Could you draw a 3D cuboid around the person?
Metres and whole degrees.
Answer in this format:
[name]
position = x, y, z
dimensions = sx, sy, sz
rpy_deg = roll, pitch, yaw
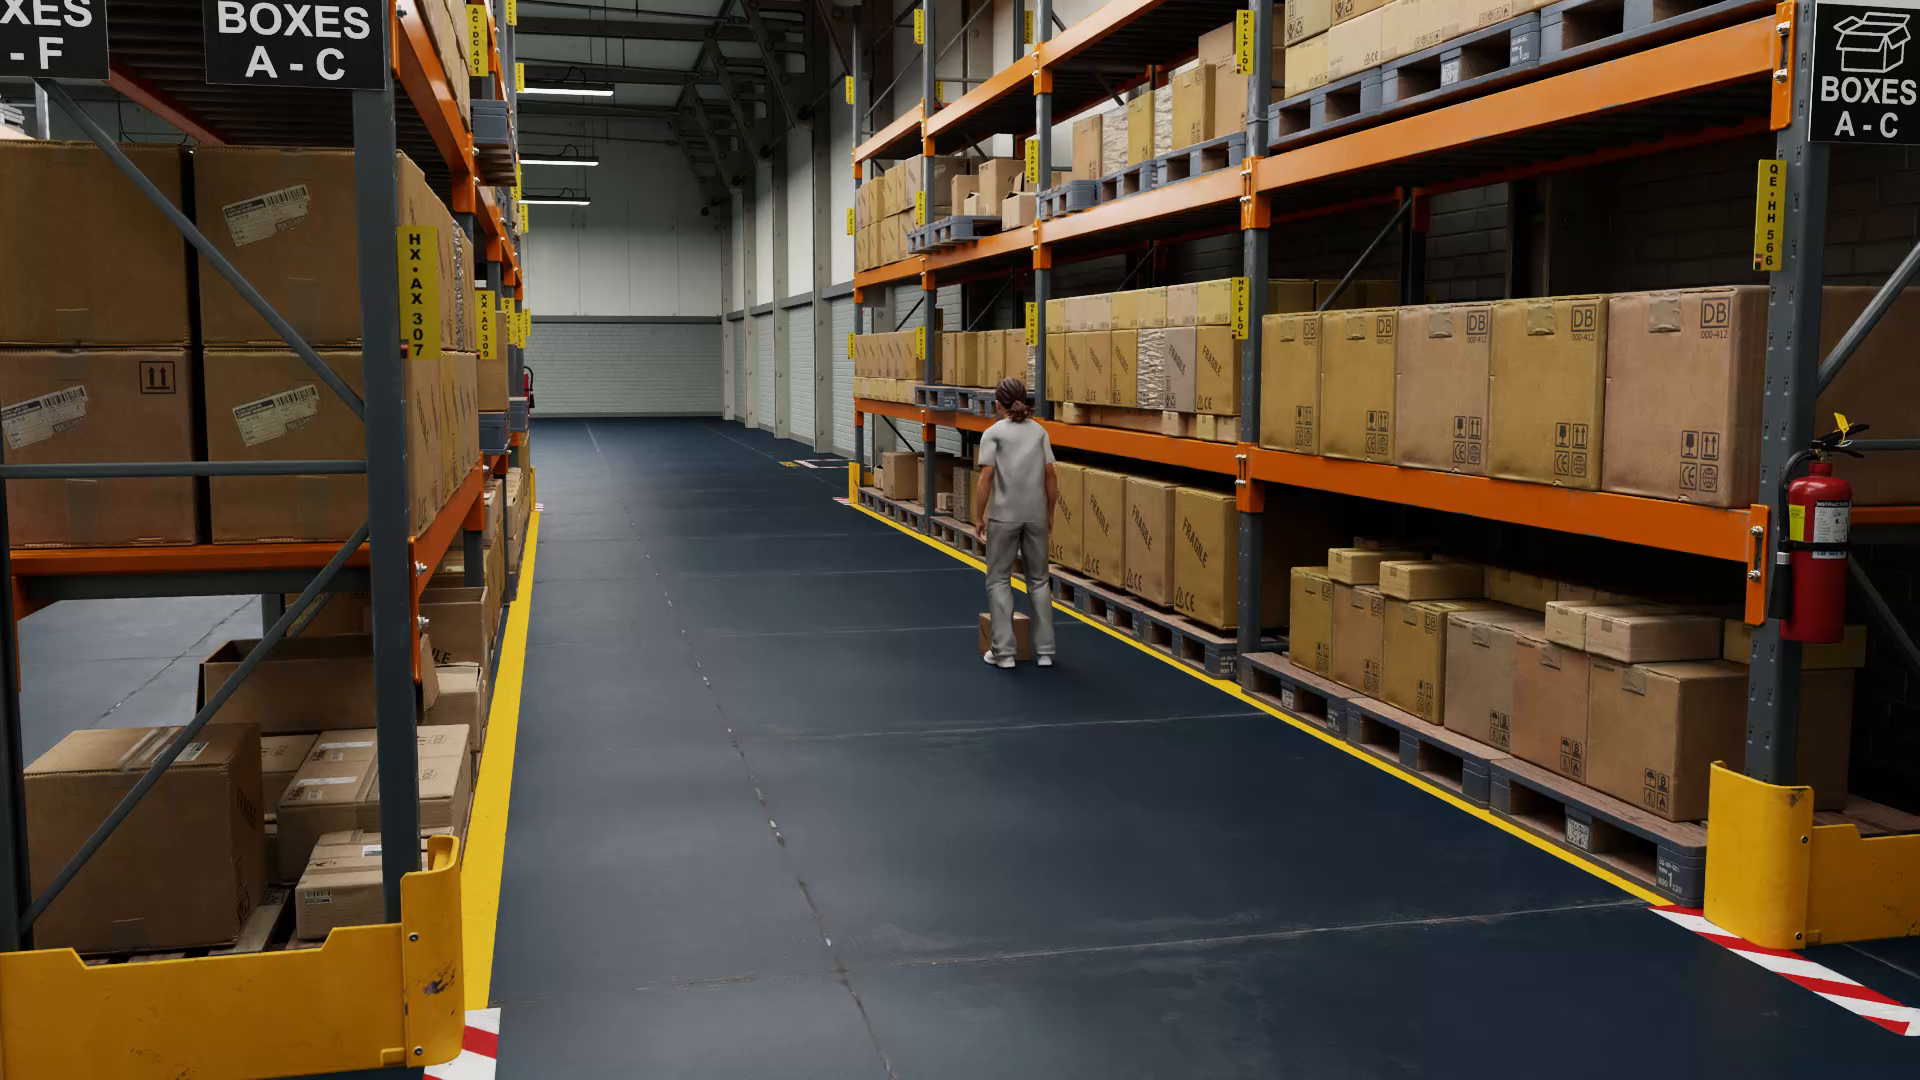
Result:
[person]
position = 0.330, -0.104, 9.606
dimensions = 0.514, 1.671, 0.362
rpy_deg = -2, 6, -17
